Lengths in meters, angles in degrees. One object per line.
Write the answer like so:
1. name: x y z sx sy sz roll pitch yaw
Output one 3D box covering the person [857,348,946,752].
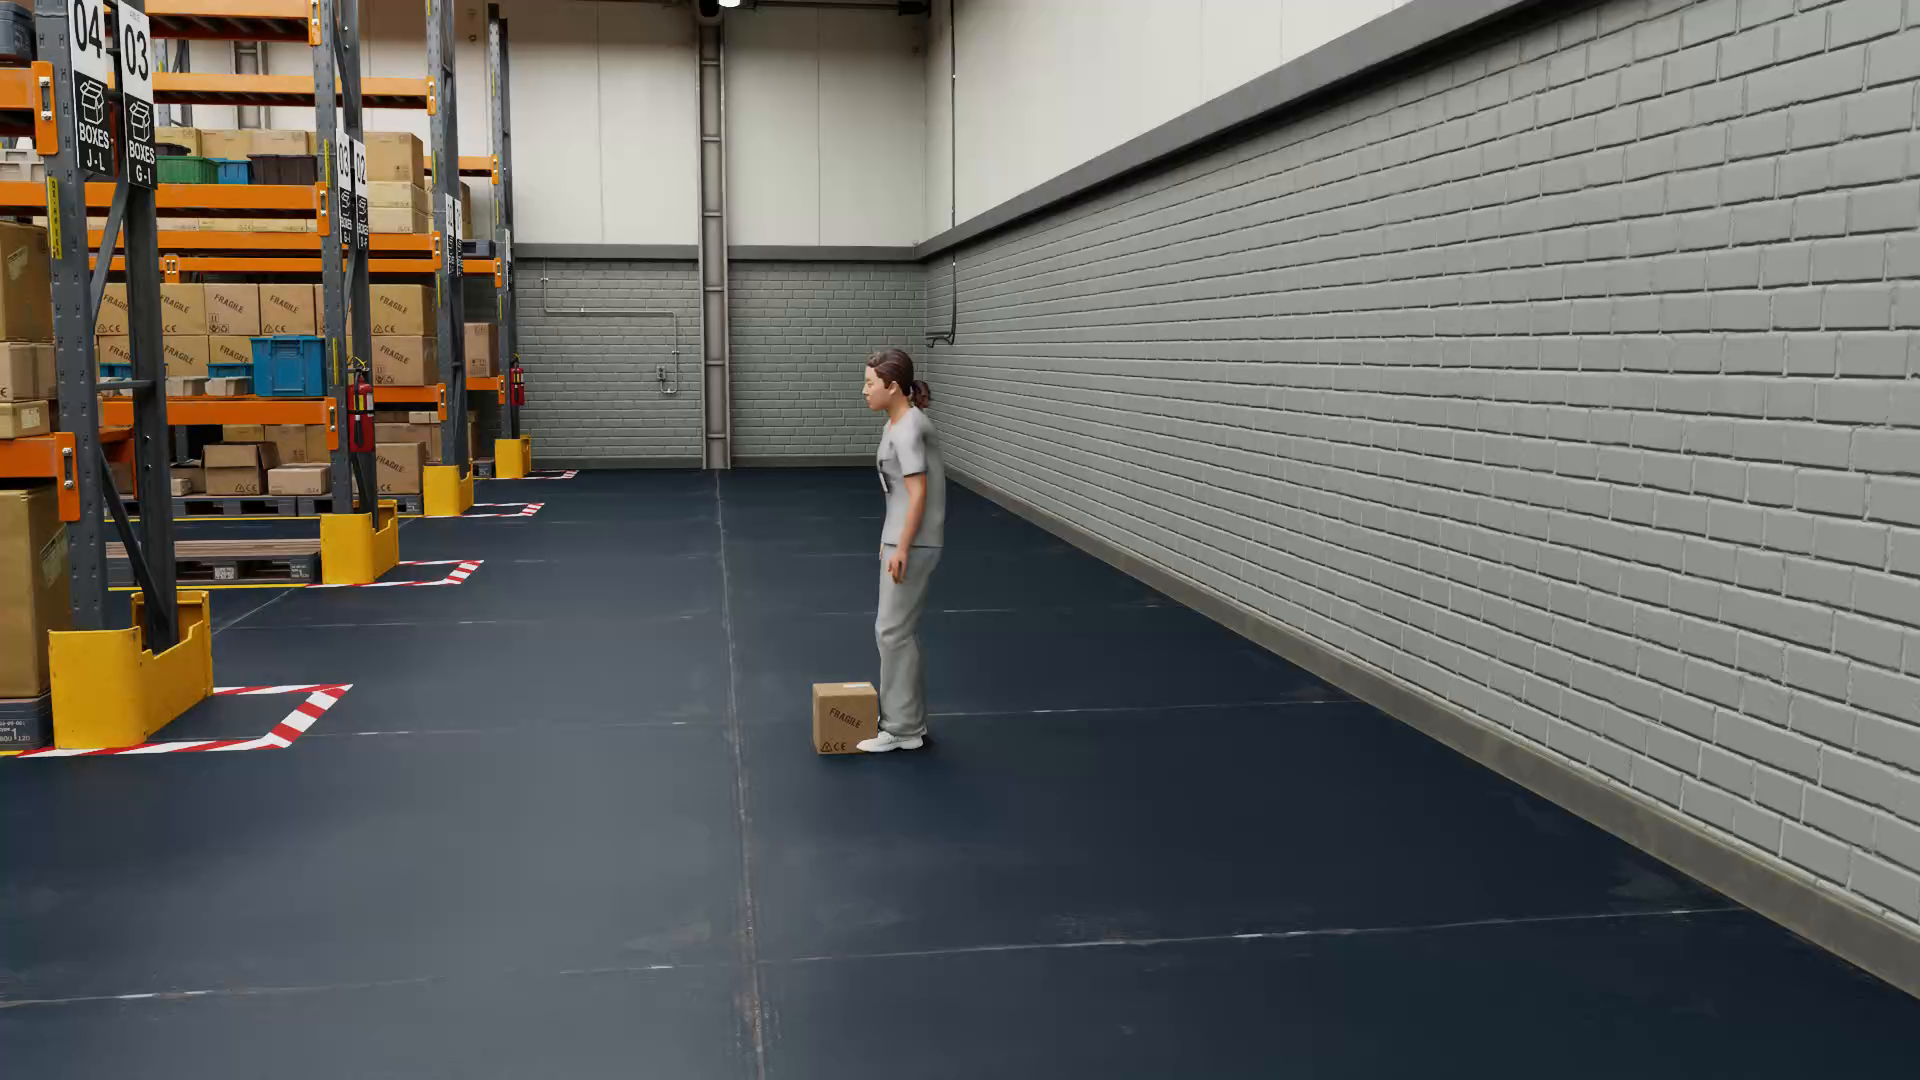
1. person: -0.266 0.037 6.977 0.406 1.673 0.486 -1 7 -8
